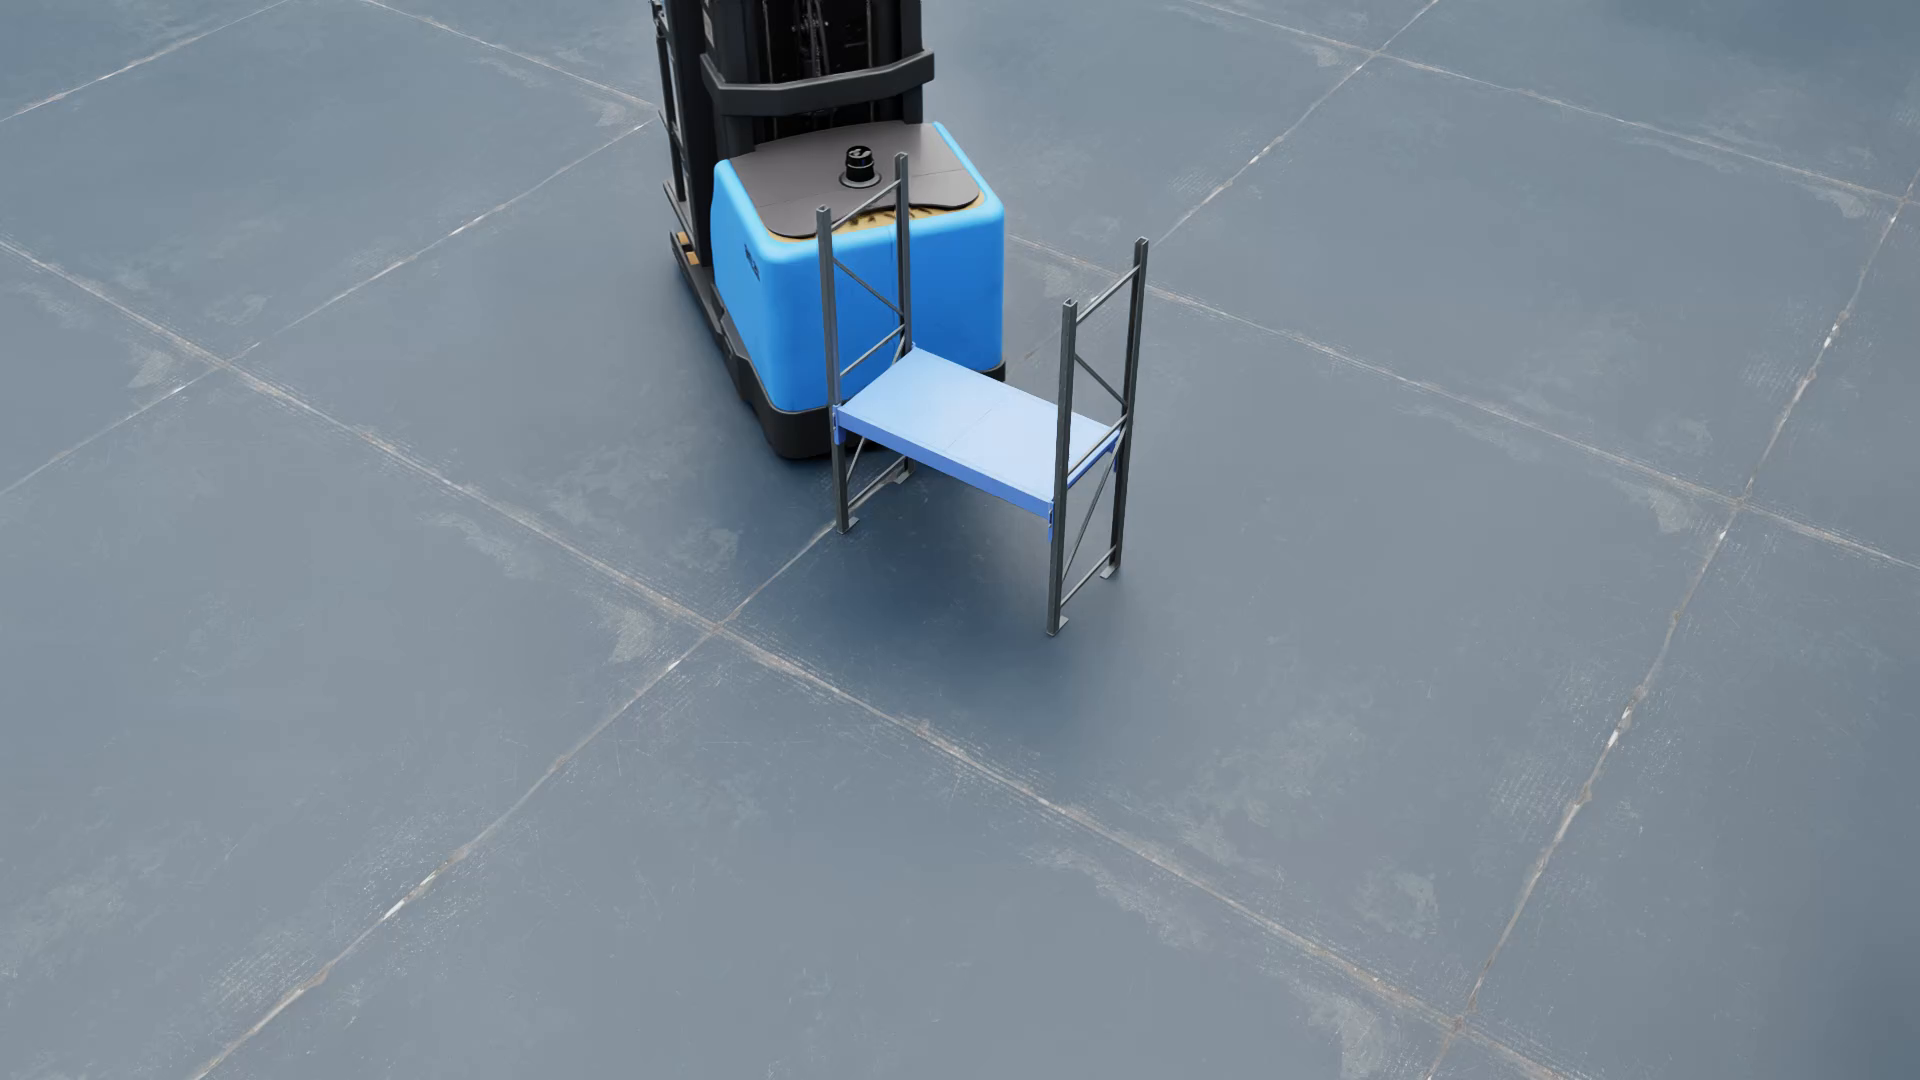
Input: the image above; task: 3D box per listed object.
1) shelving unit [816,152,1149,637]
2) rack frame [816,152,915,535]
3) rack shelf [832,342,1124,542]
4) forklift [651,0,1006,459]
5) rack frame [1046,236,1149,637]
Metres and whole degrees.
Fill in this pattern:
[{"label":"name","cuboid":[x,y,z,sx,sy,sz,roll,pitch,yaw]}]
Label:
[{"label":"shelving unit","cuboid":[0.070,-0.526,6.213,1.048,1.500,0.538,25,48,25]},{"label":"rack frame","cuboid":[-0.346,-0.721,6.431,0.032,1.500,0.500,25,48,25]},{"label":"rack shelf","cuboid":[0.070,-0.392,6.333,1.000,0.185,0.538,25,48,25]},{"label":"forklift","cuboid":[-0.794,-2.429,7.266,1.130,2.935,3.031,-14,44,-15]},{"label":"rack frame","cuboid":[0.486,-0.332,5.996,0.032,1.500,0.500,25,48,25]}]
